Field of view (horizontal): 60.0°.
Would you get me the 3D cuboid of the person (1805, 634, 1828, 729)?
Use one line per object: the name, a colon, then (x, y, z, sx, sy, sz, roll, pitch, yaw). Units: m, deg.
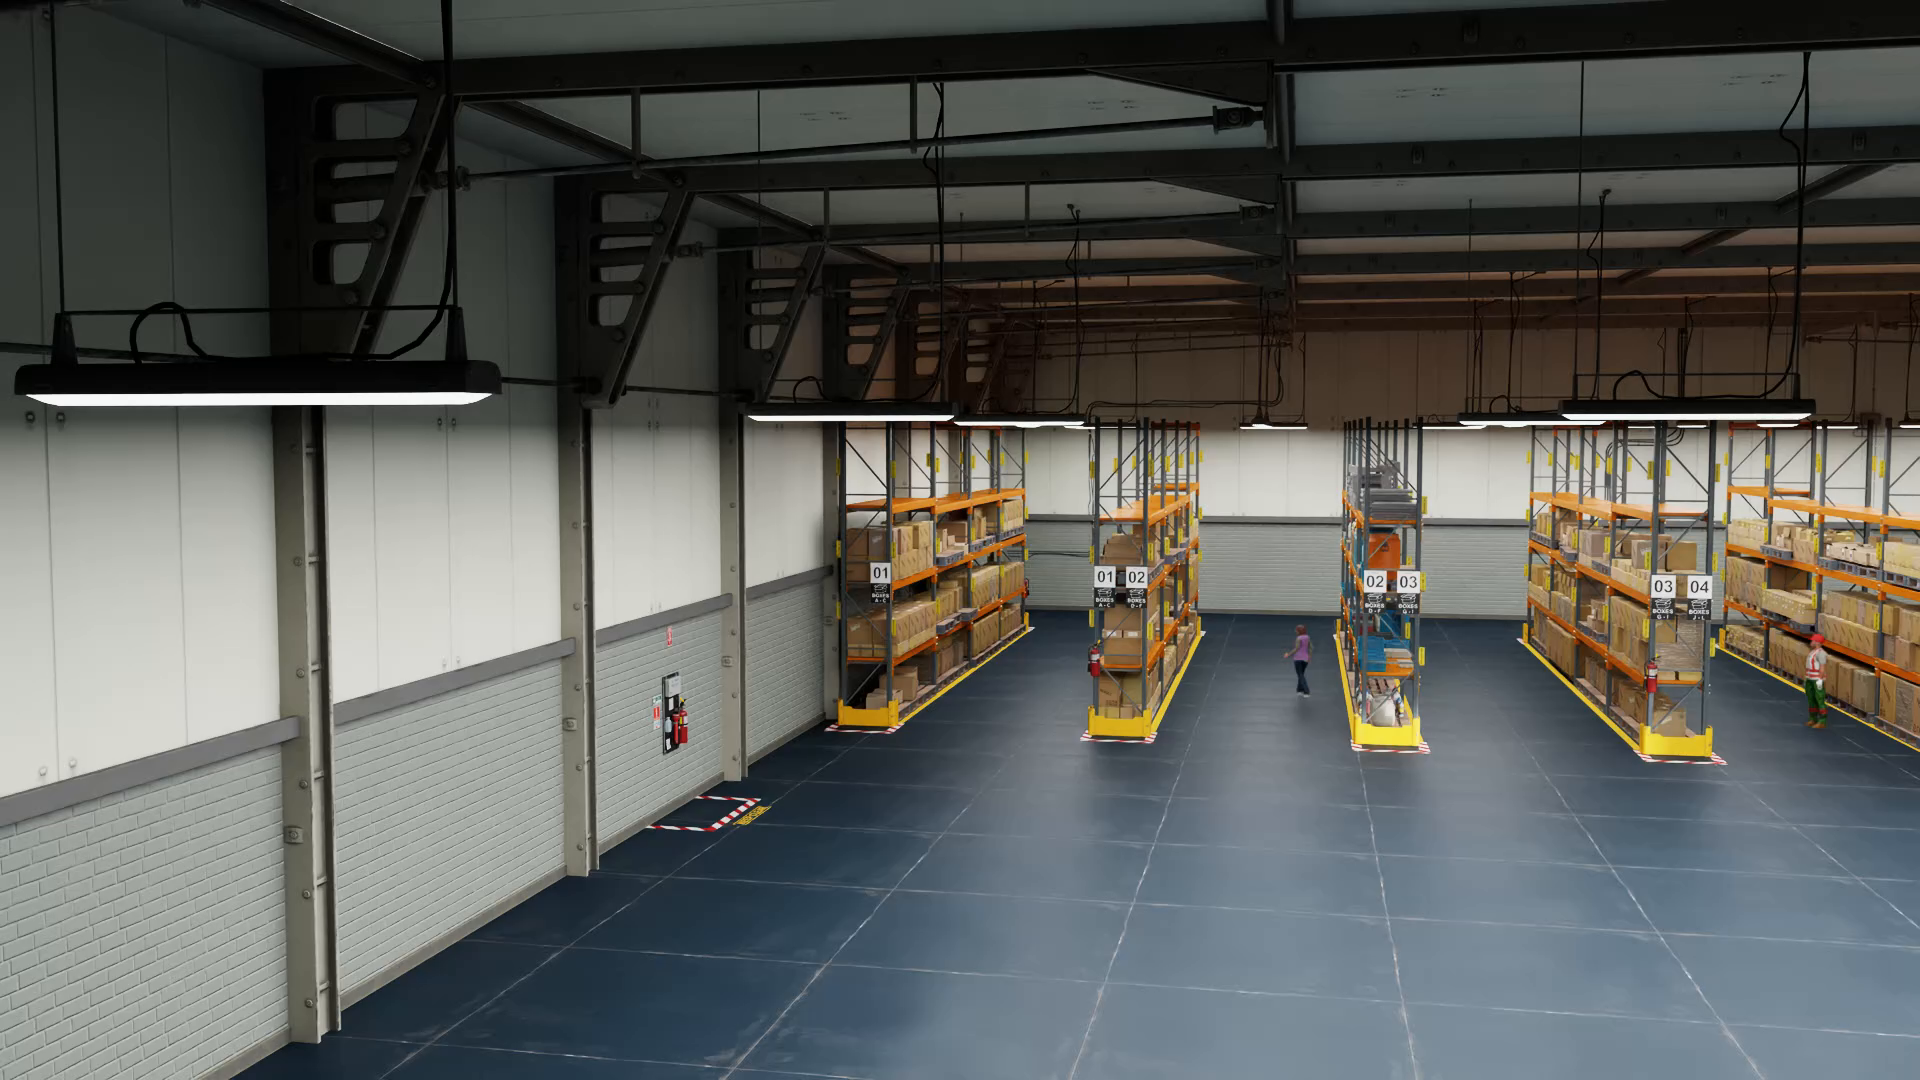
person: (16.622, 2.729, 32.313, 0.430, 1.794, 0.567, -1, 4, -10)

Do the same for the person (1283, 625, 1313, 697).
person: (7.369, 2.641, 35.900, 0.574, 1.639, 0.703, -2, 4, -23)

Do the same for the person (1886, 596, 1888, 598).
person: (22.890, 2.201, 41.342, 0.558, 1.719, 0.652, -1, 4, -11)
